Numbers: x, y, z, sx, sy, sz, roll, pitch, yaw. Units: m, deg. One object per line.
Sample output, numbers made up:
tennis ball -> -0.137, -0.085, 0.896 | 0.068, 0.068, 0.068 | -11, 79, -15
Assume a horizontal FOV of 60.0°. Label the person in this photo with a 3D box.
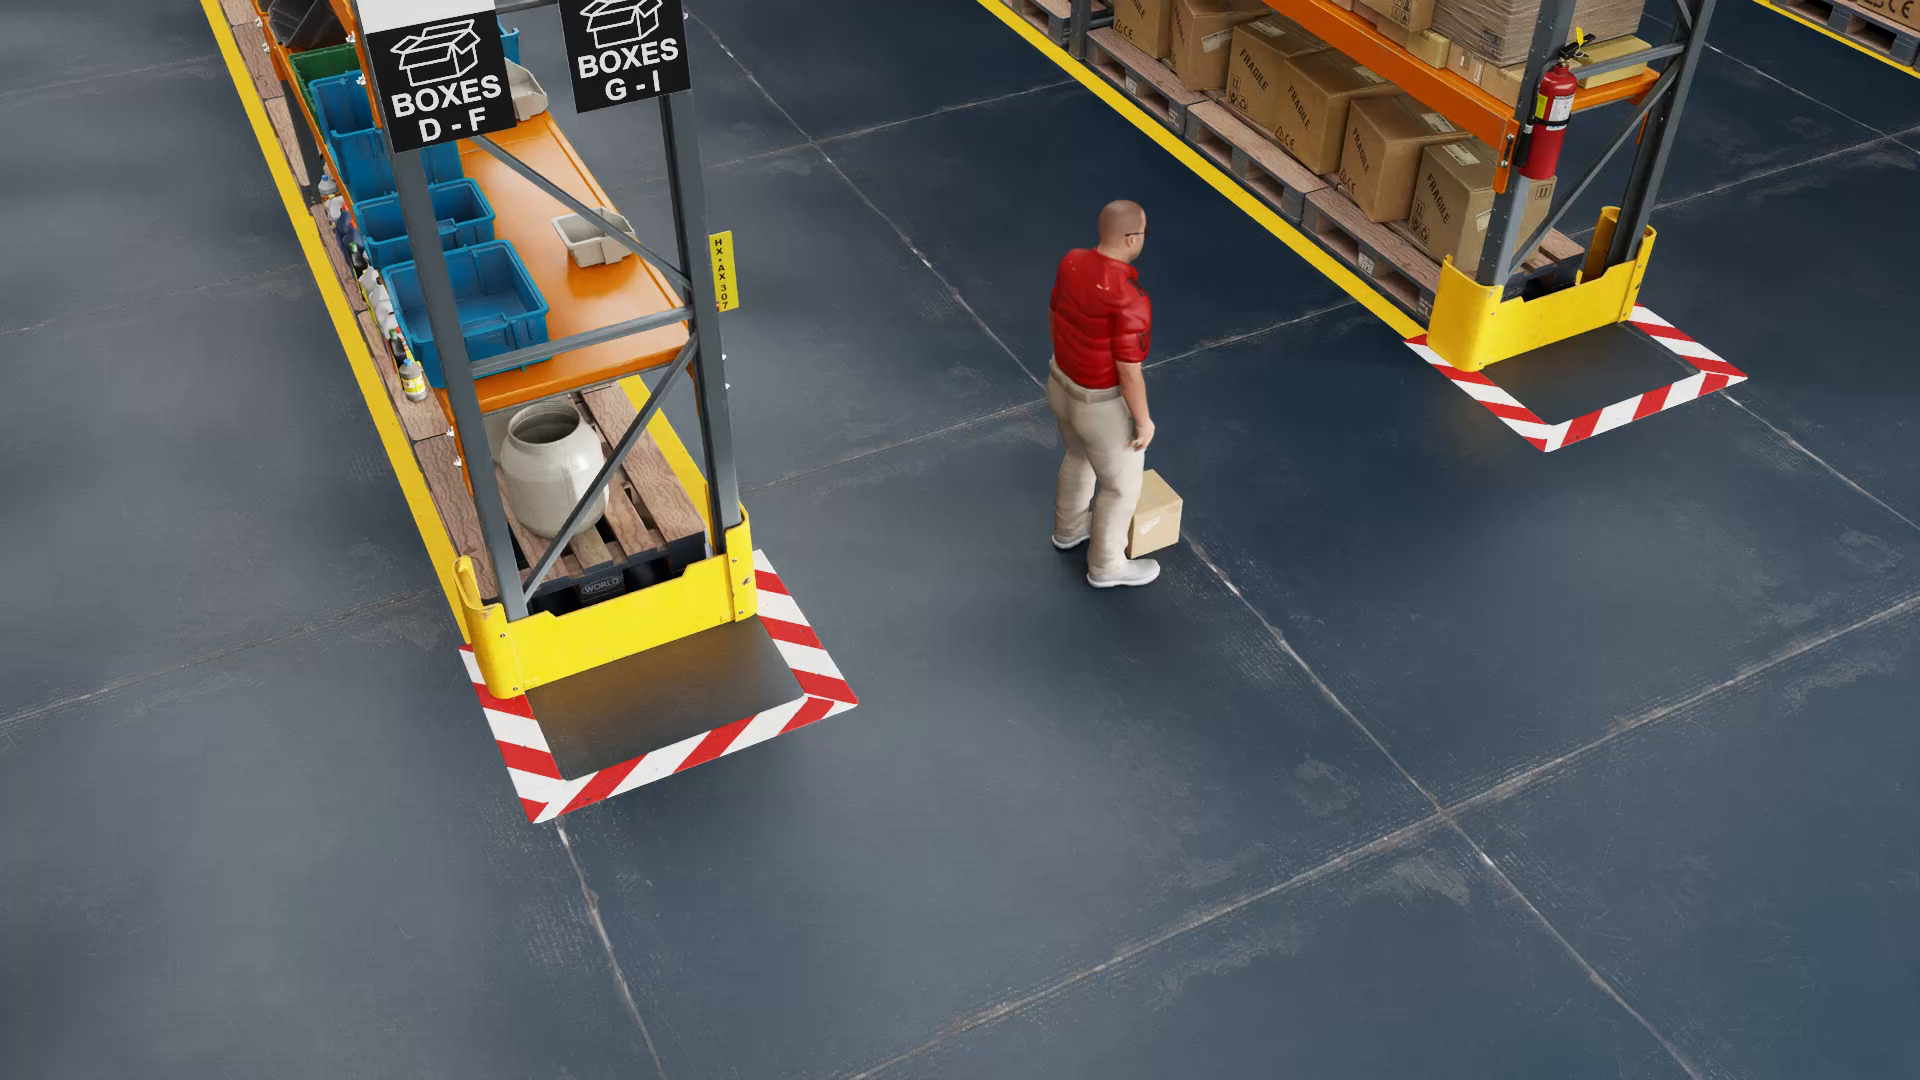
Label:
person -> 0.589, -0.599, 6.858 | 0.401, 1.726, 0.605 | -22, 45, -23
